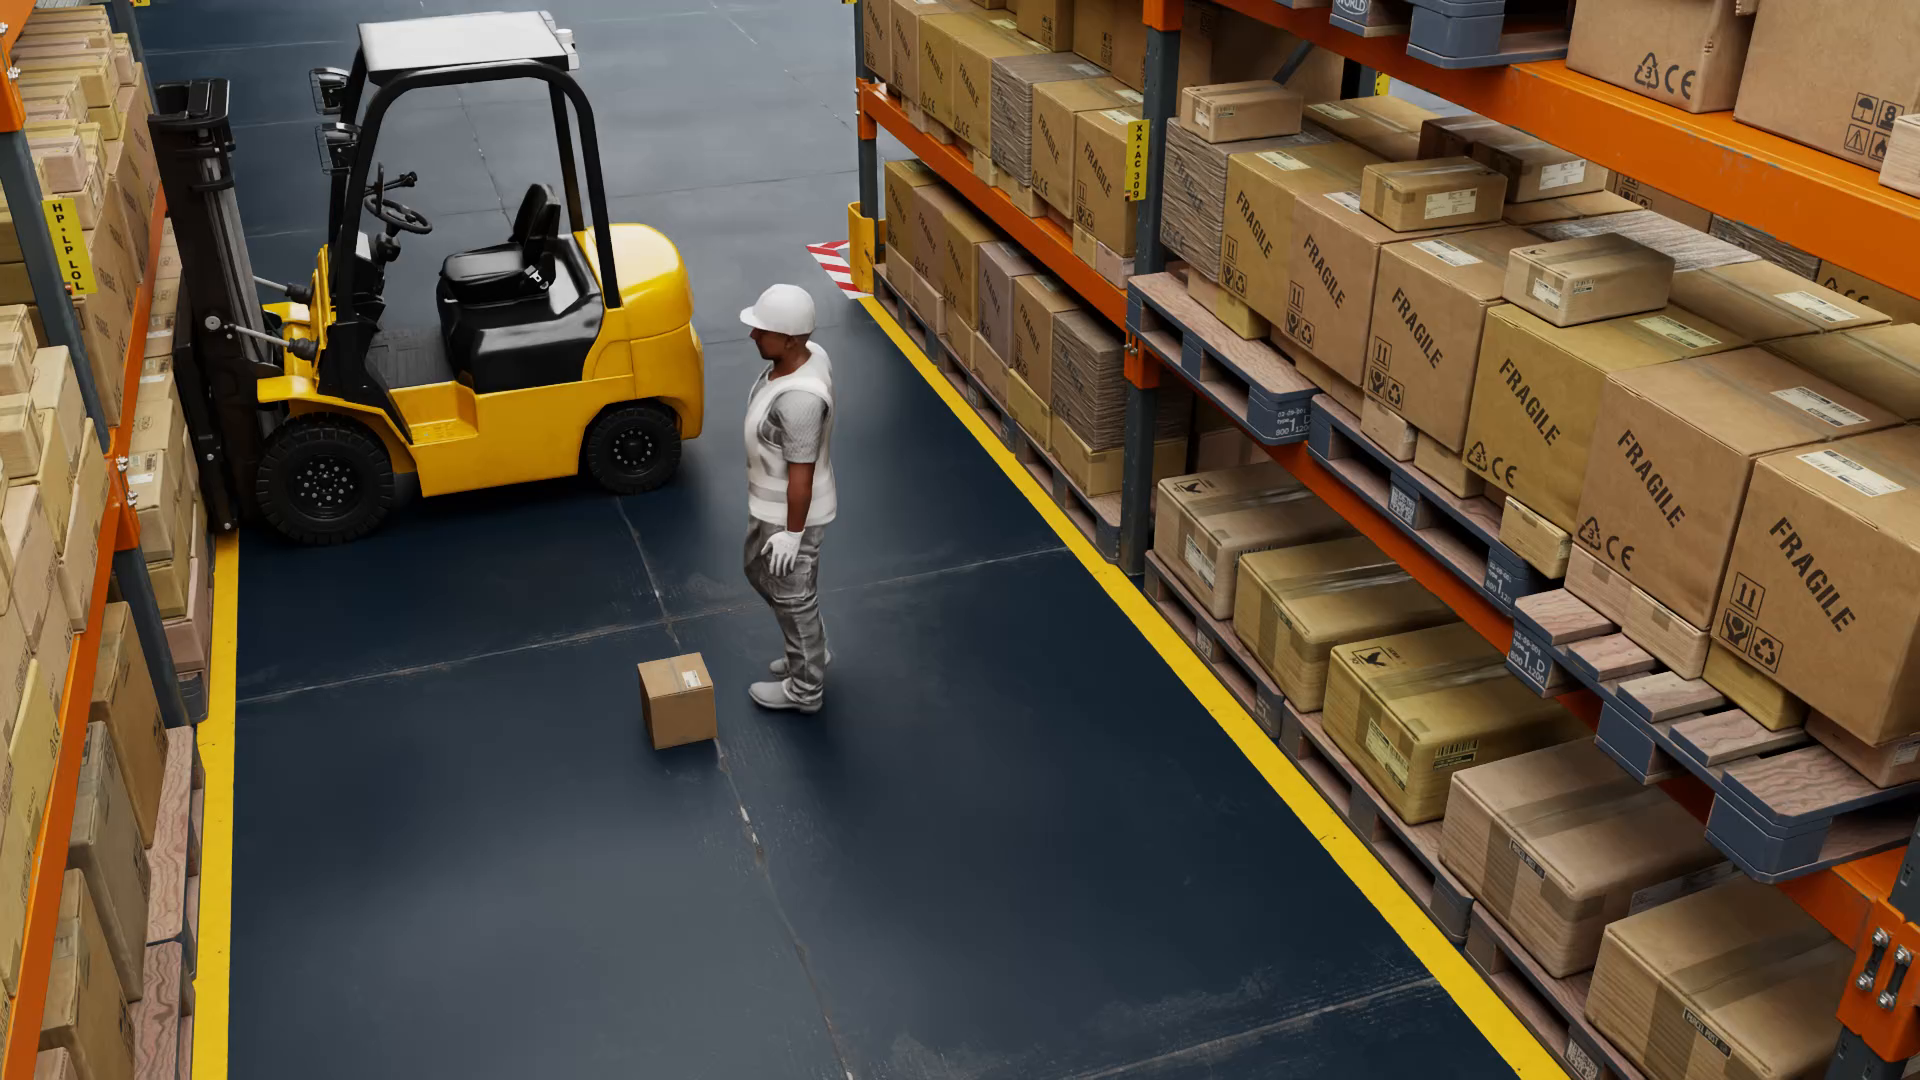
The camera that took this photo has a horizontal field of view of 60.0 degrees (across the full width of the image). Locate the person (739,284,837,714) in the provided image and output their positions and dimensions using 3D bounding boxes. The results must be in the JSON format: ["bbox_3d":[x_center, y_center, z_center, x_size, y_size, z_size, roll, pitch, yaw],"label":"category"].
[{"bbox_3d":[-0.658,-0.117,6.319,0.396,1.814,0.565,-2,30,-4],"label":"person"}]
